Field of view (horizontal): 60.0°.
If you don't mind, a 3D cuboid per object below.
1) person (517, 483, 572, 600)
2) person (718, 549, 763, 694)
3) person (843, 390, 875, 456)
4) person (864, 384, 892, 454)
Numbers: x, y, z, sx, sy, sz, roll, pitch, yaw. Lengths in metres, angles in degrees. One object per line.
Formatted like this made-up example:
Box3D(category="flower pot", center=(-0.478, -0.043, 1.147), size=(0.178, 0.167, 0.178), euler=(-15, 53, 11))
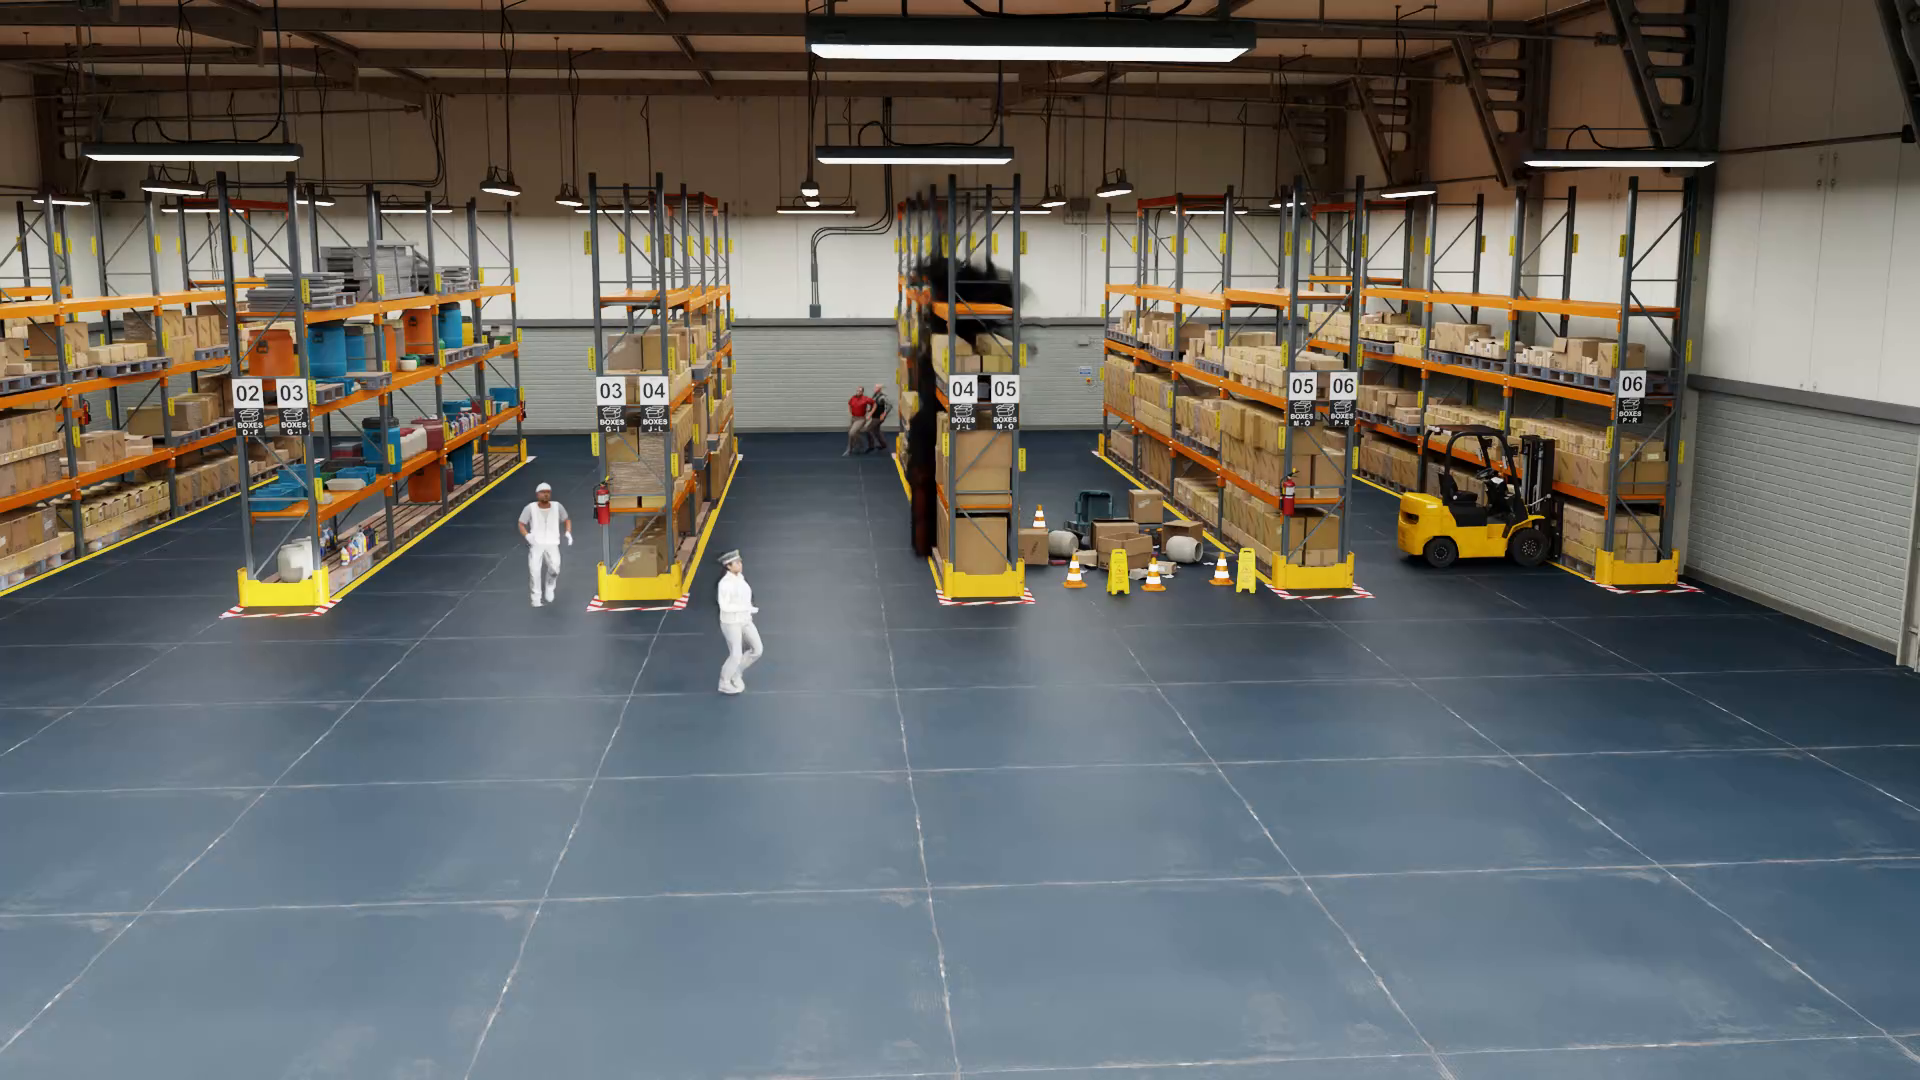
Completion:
Box3D(category="person", center=(-5.827, 0.029, 23.362), size=(0.734, 1.655, 0.561), euler=(-3, 11, -17))
Box3D(category="person", center=(-2.457, 0.920, 18.661), size=(0.599, 1.651, 0.591), euler=(4, 11, 24))
Box3D(category="person", center=(-2.448, -2.845, 40.391), size=(0.787, 1.652, 0.784), euler=(8, 13, 39))
Box3D(category="person", center=(-2.012, -2.957, 40.644), size=(0.693, 1.742, 0.732), euler=(-5, 11, -25))
